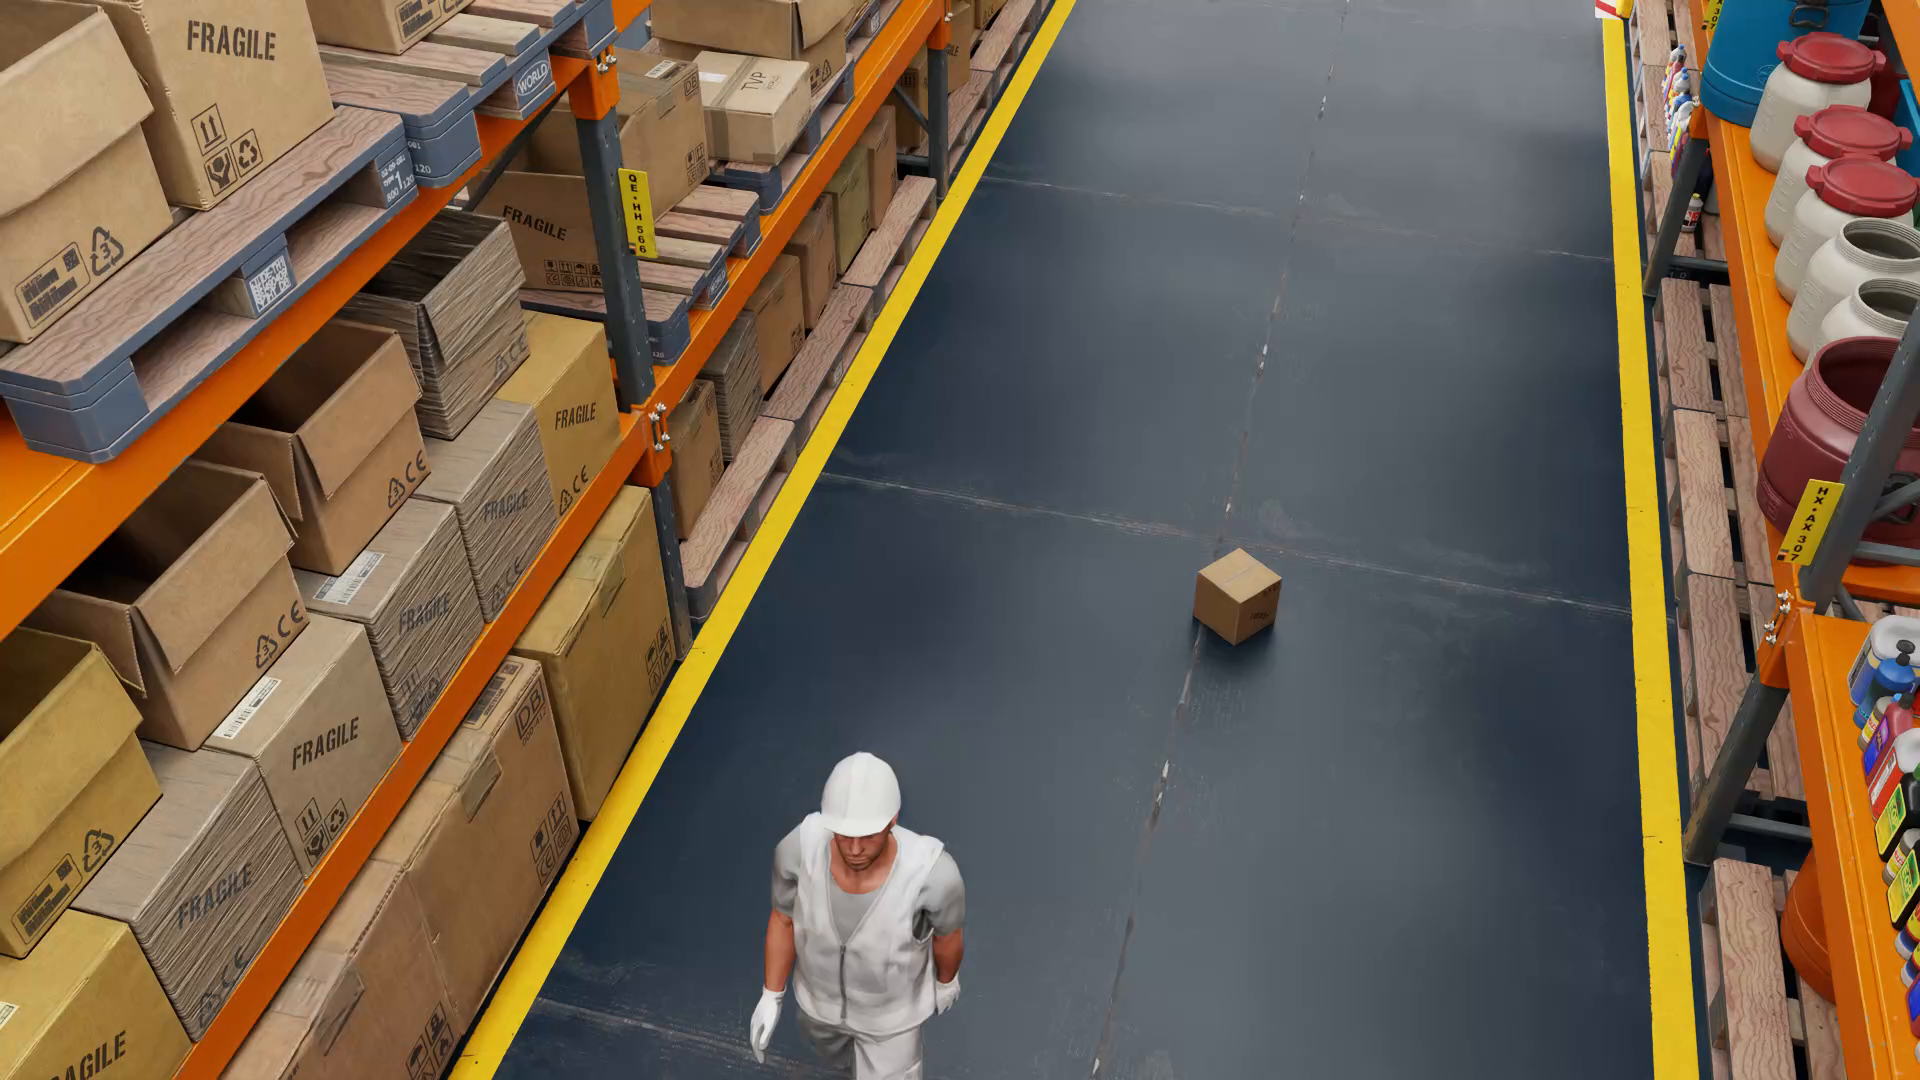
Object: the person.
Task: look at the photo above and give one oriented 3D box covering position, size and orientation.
[{"bbox_3d":[-0.273,1.257,4.672,0.533,1.752,0.965,13,42,14],"label":"person"}]
